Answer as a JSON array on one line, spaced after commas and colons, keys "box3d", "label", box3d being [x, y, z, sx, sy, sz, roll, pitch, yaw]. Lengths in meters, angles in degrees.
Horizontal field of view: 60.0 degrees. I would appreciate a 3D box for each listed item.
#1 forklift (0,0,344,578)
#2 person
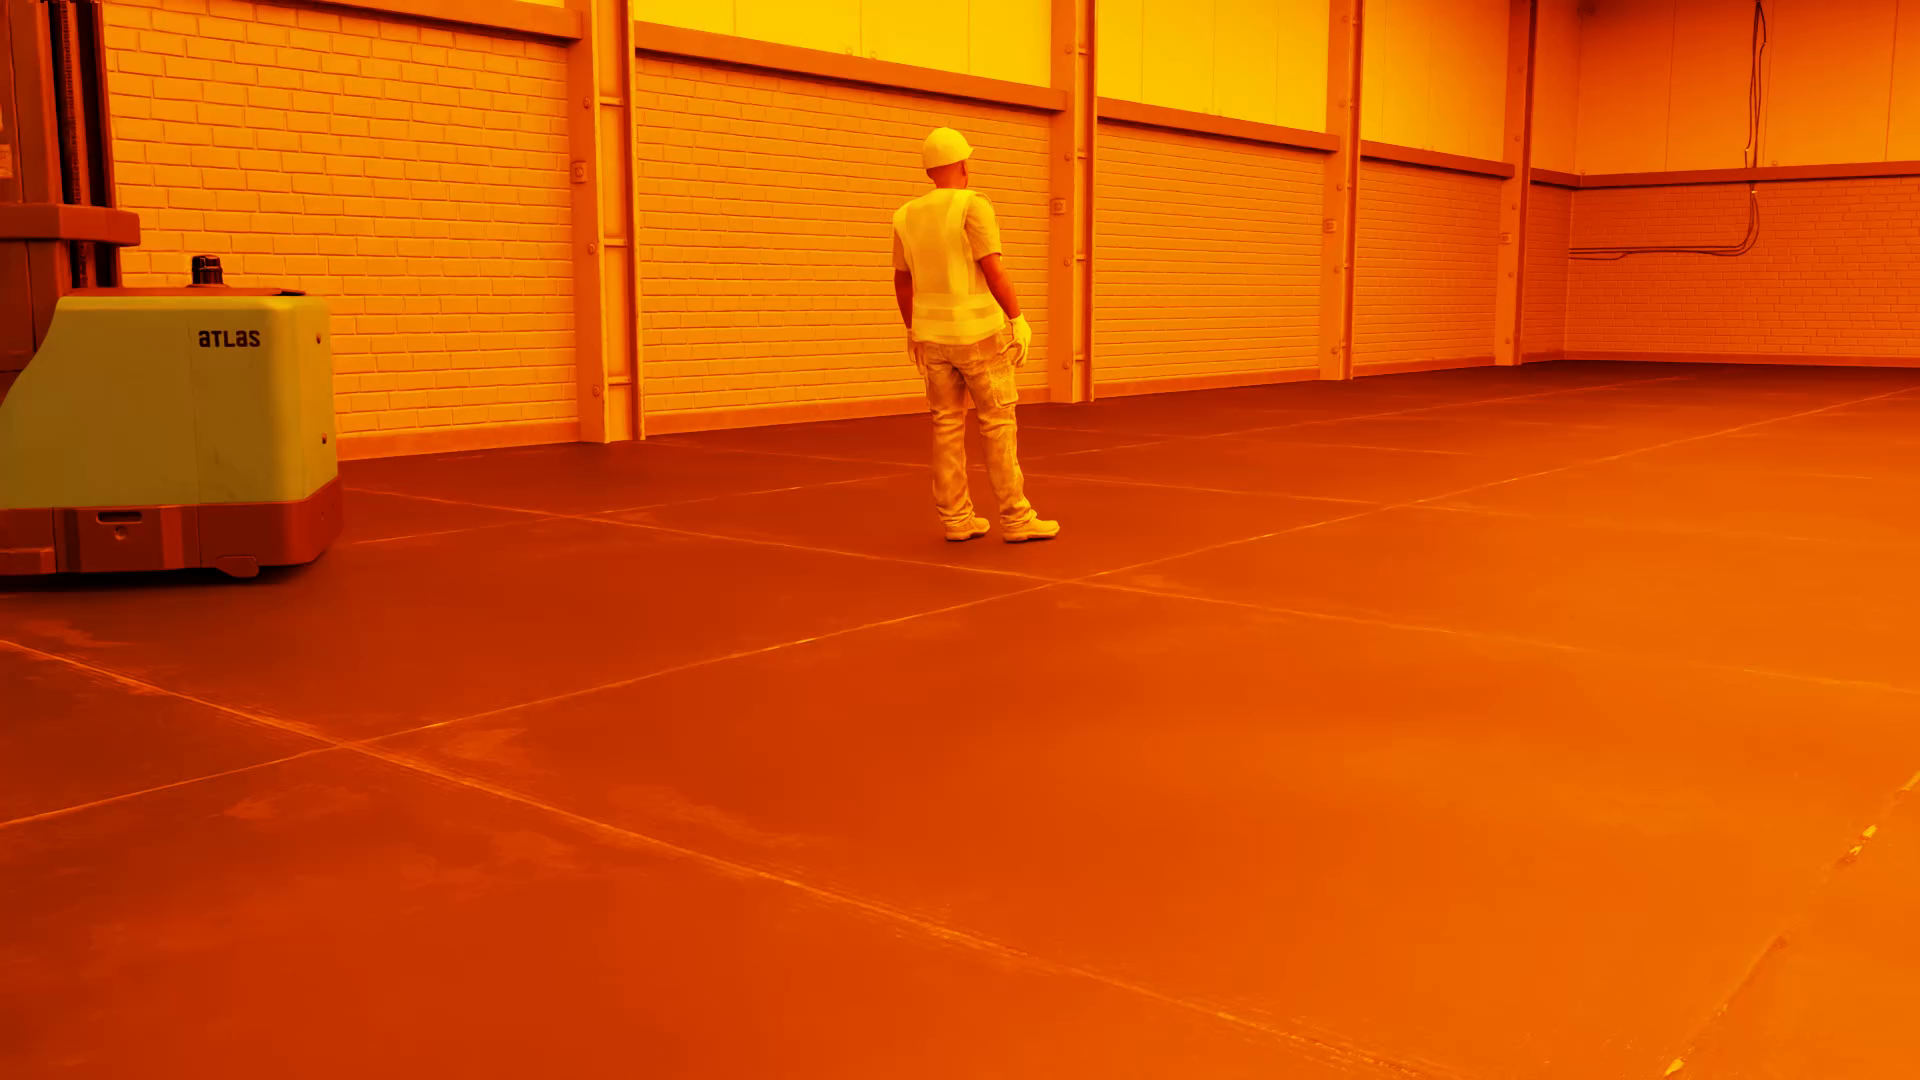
[{"box3d": [-4.048, -1.312, 6.250, 3.031, 2.935, 1.130, -2, 9, -12], "label": "forklift"}, {"box3d": [0.052, -0.897, 7.325, 0.657, 1.785, 0.575, 7, 11, 38], "label": "person"}]
